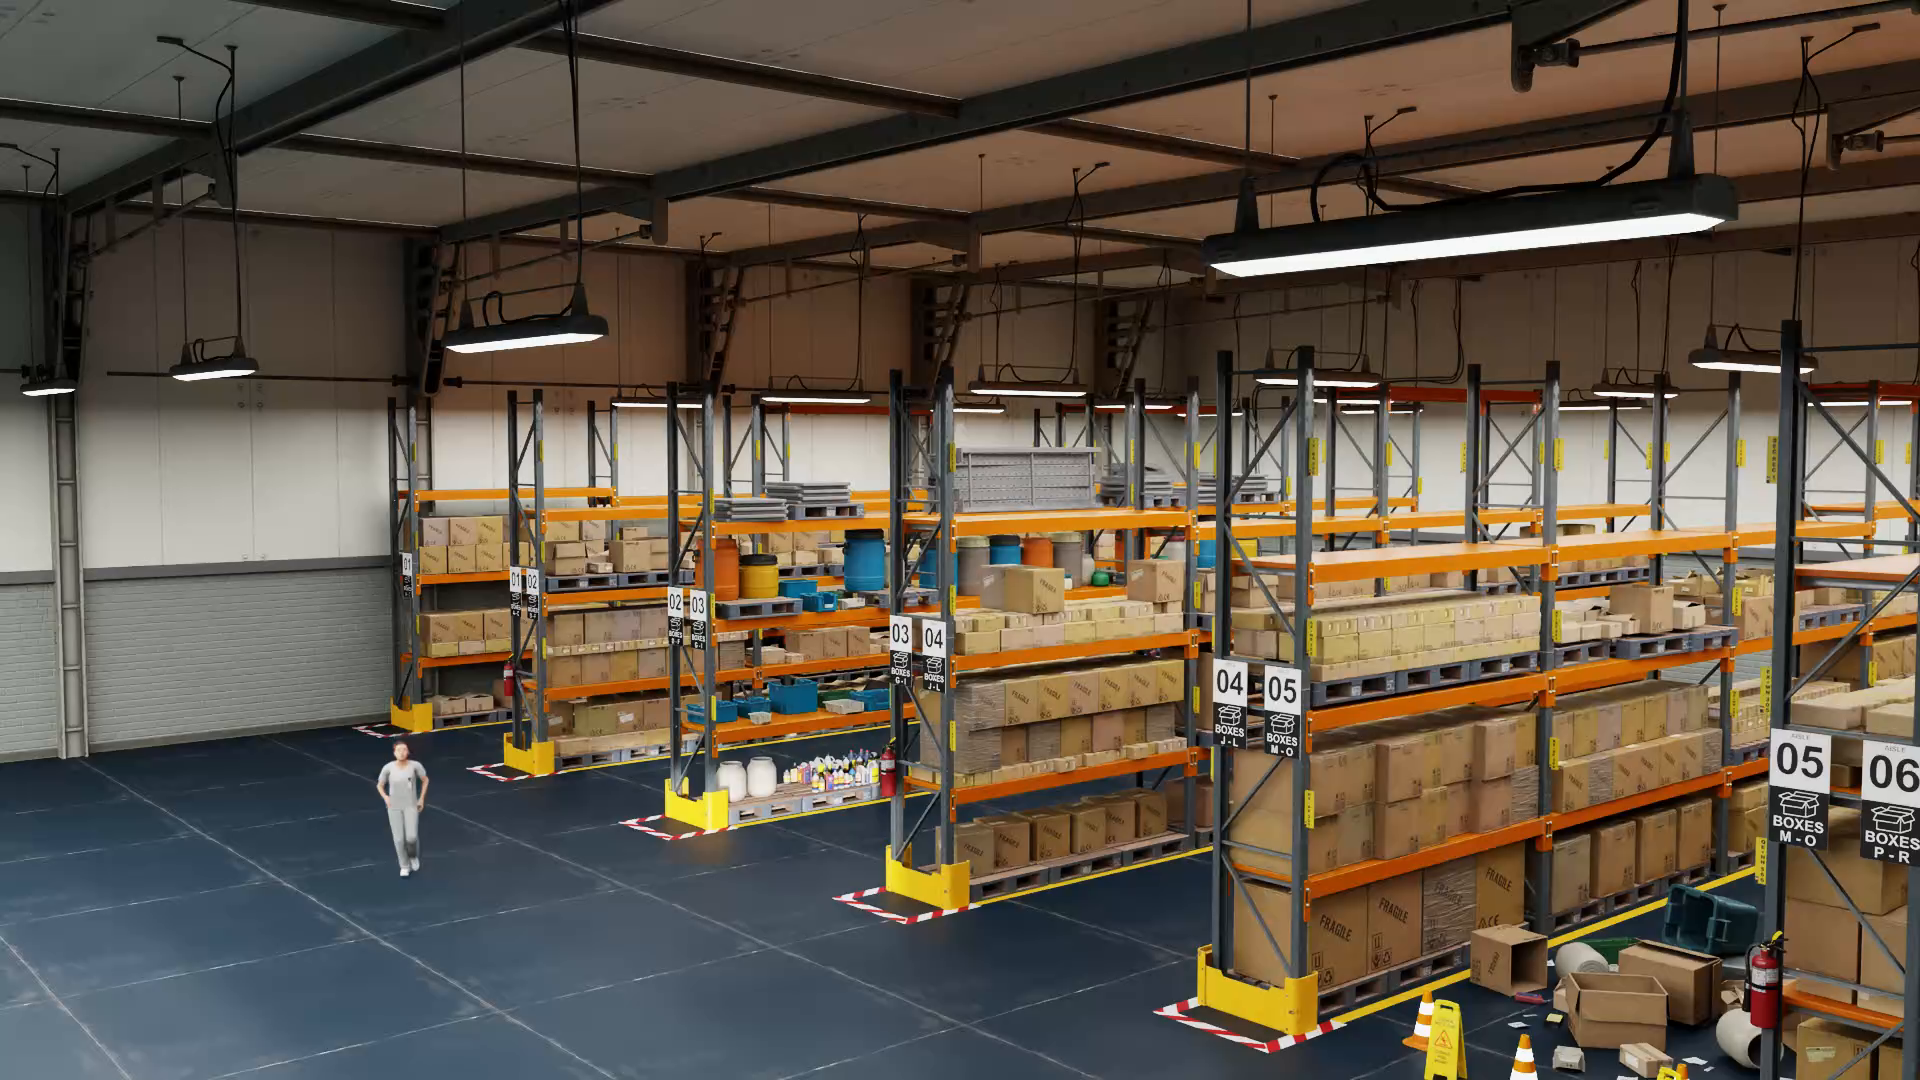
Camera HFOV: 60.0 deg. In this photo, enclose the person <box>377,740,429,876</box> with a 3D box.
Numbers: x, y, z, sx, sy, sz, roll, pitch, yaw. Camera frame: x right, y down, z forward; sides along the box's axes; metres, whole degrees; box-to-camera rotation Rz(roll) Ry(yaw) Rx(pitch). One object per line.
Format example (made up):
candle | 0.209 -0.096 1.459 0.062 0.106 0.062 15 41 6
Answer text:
person | -6.621 3.190 19.755 0.578 1.633 0.549 -1 3 -14
